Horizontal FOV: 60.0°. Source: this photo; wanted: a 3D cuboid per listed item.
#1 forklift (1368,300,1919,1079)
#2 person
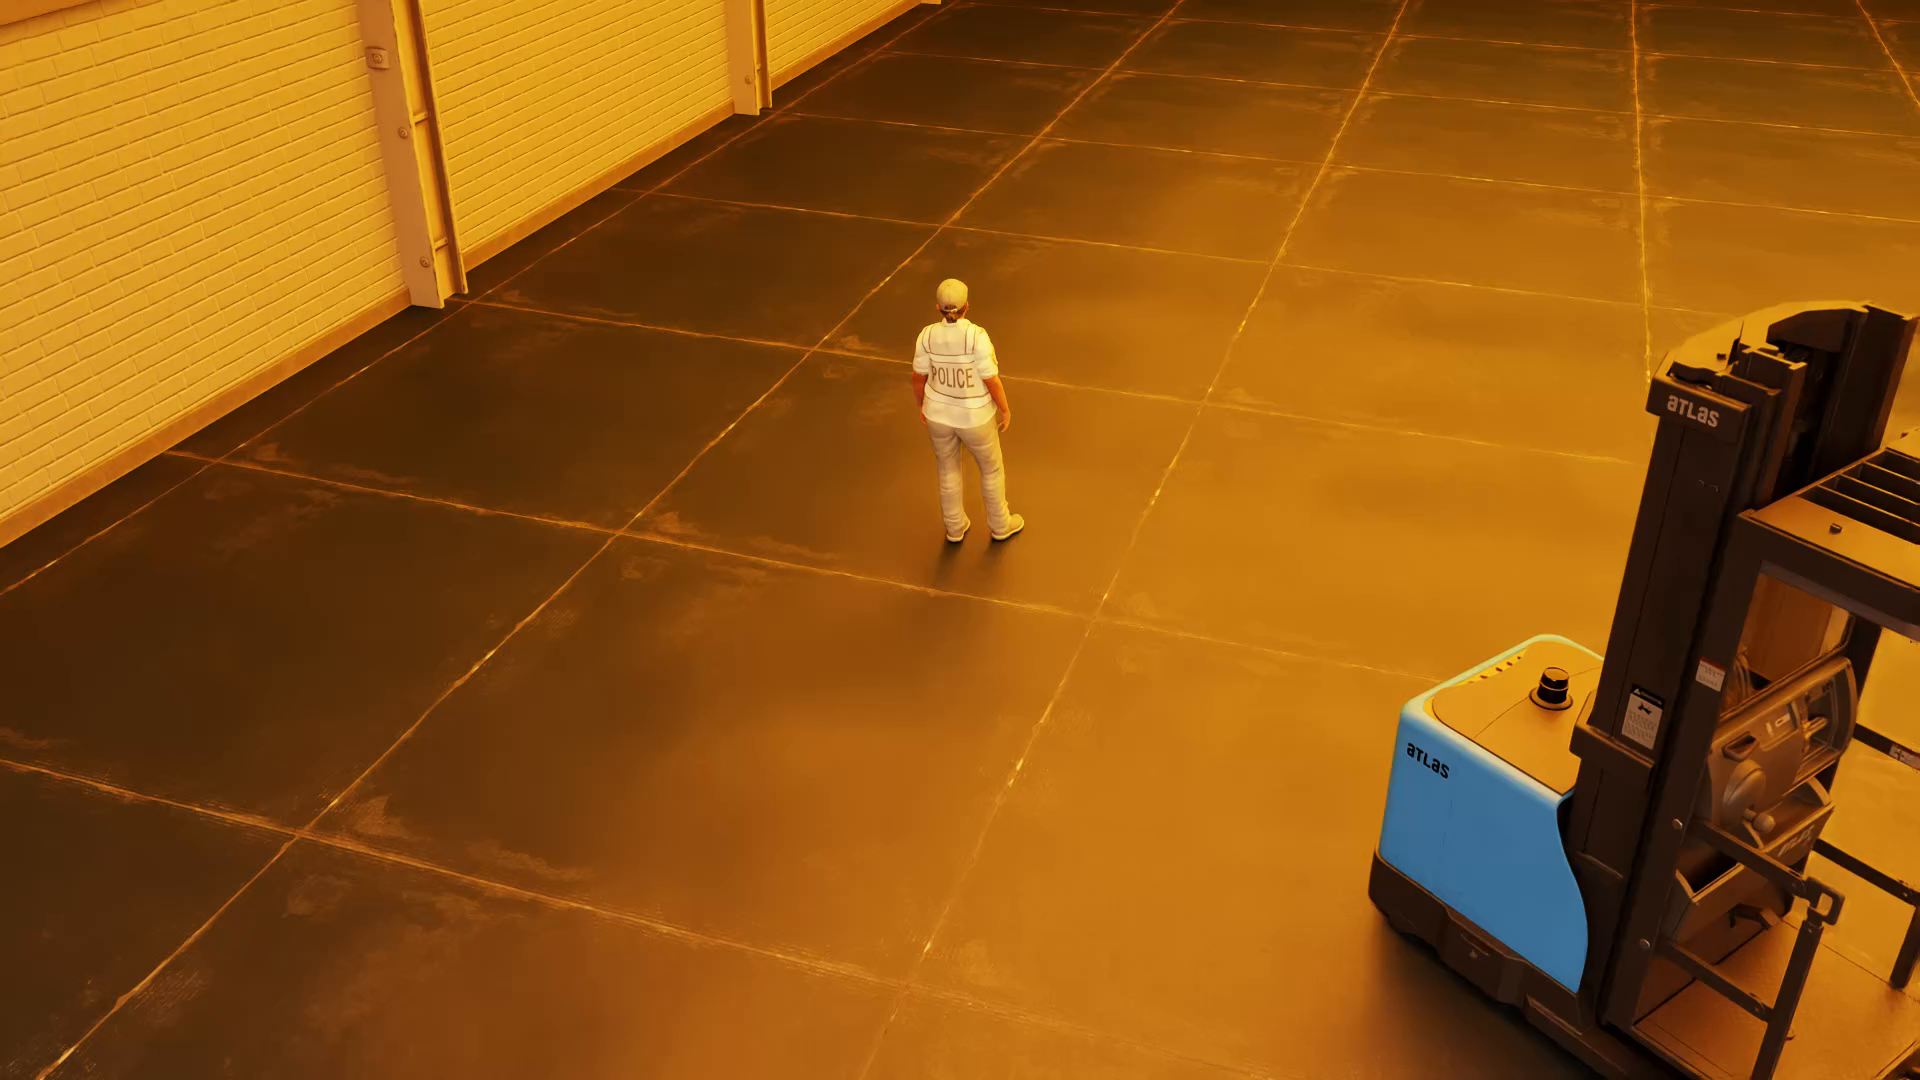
[{"bbox_3d":[3.050,0.777,5.774,1.130,2.935,3.031,-20,35,-31],"label":"forklift"},{"bbox_3d":[0.047,-0.762,9.736,0.598,1.670,0.529,10,31,16],"label":"person"}]
